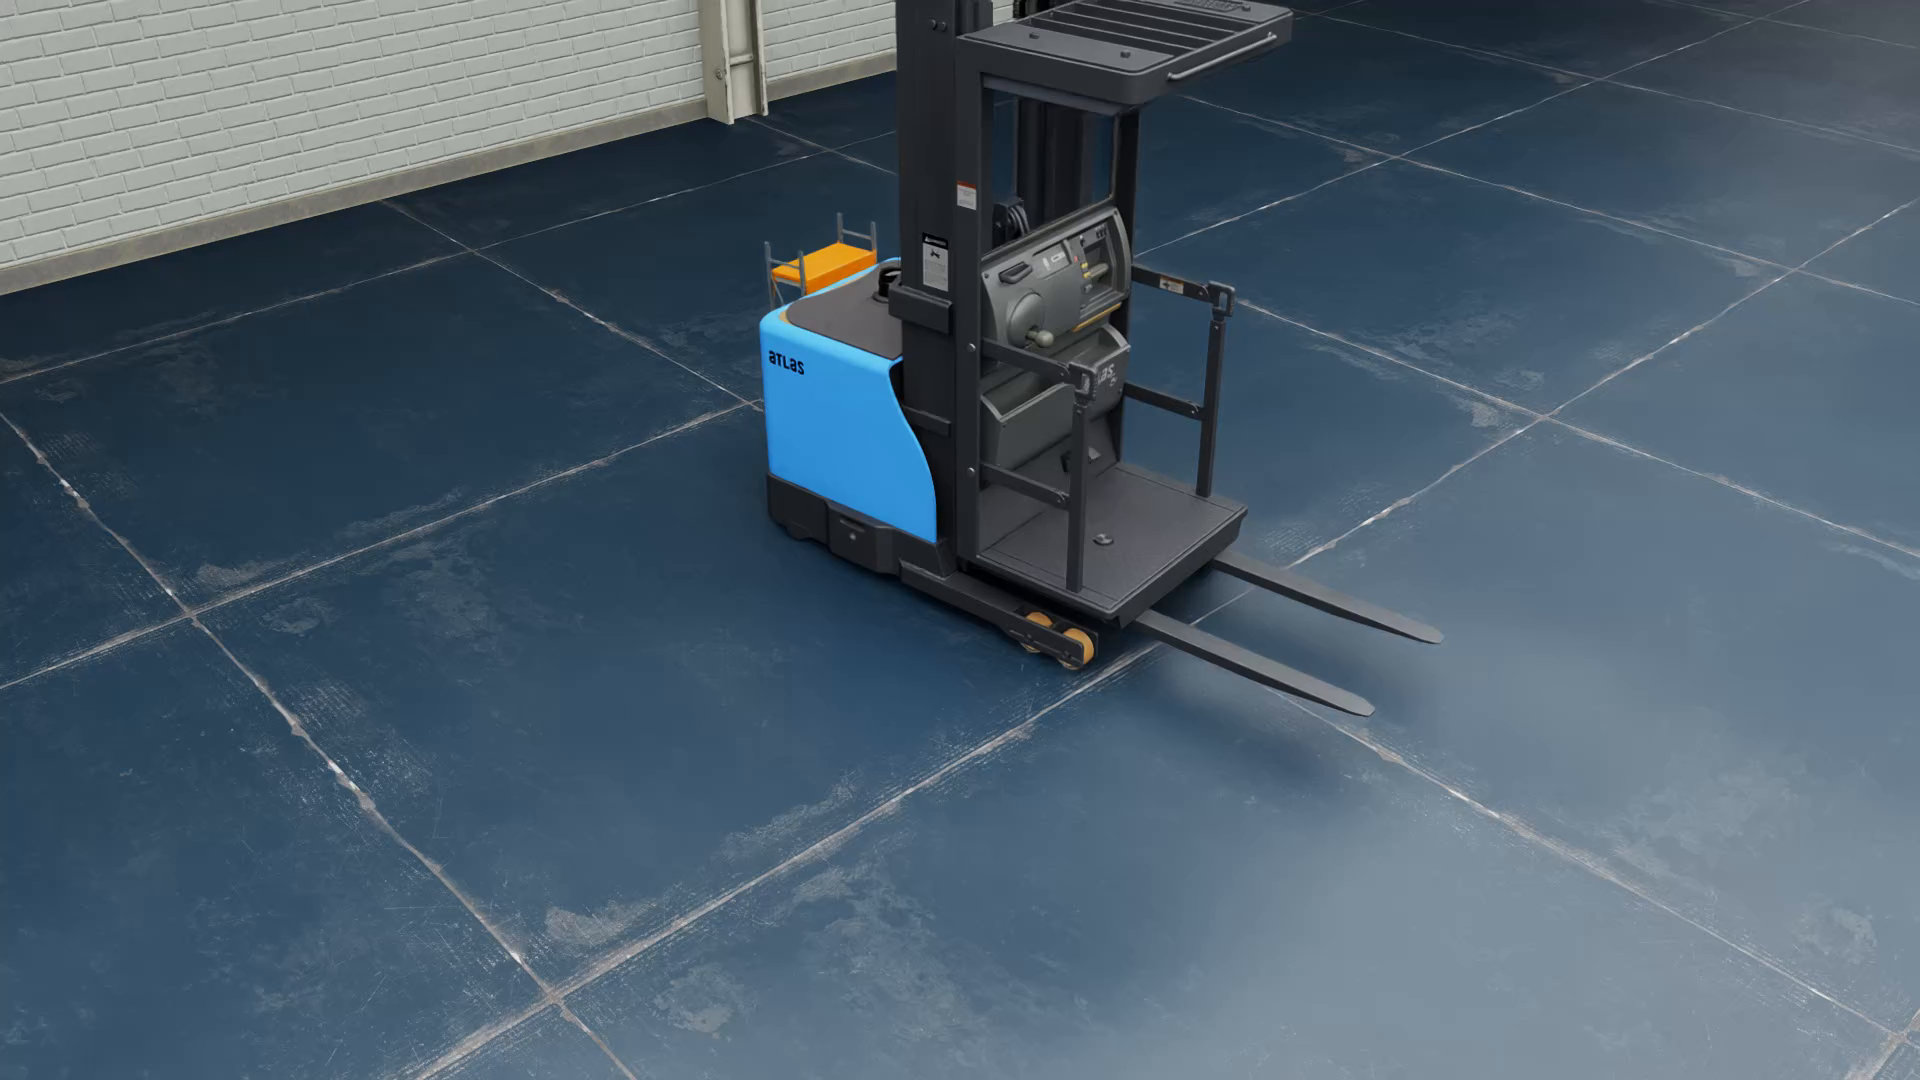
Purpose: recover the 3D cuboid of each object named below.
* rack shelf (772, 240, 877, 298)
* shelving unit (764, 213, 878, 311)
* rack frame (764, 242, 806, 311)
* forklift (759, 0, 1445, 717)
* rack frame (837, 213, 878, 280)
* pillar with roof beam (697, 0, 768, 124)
[{"bbox_3d":[-0.648,-1.265,7.904,0.258,0.148,0.480,21,37,35],"label":"rack shelf"},{"bbox_3d":[-0.634,-0.924,8.099,0.258,1.200,0.503,21,37,35],"label":"shelving unit"},{"bbox_3d":[-0.791,-0.826,7.939,0.240,1.200,0.015,21,37,35],"label":"rack frame"},{"bbox_3d":[0.564,-1.029,6.623,3.031,2.935,1.130,23,38,32],"label":"forklift"},{"bbox_3d":[-0.478,-1.022,8.260,0.240,1.200,0.015,21,37,35],"label":"rack frame"},{"bbox_3d":[1.146,-5.595,8.273,0.400,9.000,9.100,-26,40,-35],"label":"pillar with roof beam"}]
